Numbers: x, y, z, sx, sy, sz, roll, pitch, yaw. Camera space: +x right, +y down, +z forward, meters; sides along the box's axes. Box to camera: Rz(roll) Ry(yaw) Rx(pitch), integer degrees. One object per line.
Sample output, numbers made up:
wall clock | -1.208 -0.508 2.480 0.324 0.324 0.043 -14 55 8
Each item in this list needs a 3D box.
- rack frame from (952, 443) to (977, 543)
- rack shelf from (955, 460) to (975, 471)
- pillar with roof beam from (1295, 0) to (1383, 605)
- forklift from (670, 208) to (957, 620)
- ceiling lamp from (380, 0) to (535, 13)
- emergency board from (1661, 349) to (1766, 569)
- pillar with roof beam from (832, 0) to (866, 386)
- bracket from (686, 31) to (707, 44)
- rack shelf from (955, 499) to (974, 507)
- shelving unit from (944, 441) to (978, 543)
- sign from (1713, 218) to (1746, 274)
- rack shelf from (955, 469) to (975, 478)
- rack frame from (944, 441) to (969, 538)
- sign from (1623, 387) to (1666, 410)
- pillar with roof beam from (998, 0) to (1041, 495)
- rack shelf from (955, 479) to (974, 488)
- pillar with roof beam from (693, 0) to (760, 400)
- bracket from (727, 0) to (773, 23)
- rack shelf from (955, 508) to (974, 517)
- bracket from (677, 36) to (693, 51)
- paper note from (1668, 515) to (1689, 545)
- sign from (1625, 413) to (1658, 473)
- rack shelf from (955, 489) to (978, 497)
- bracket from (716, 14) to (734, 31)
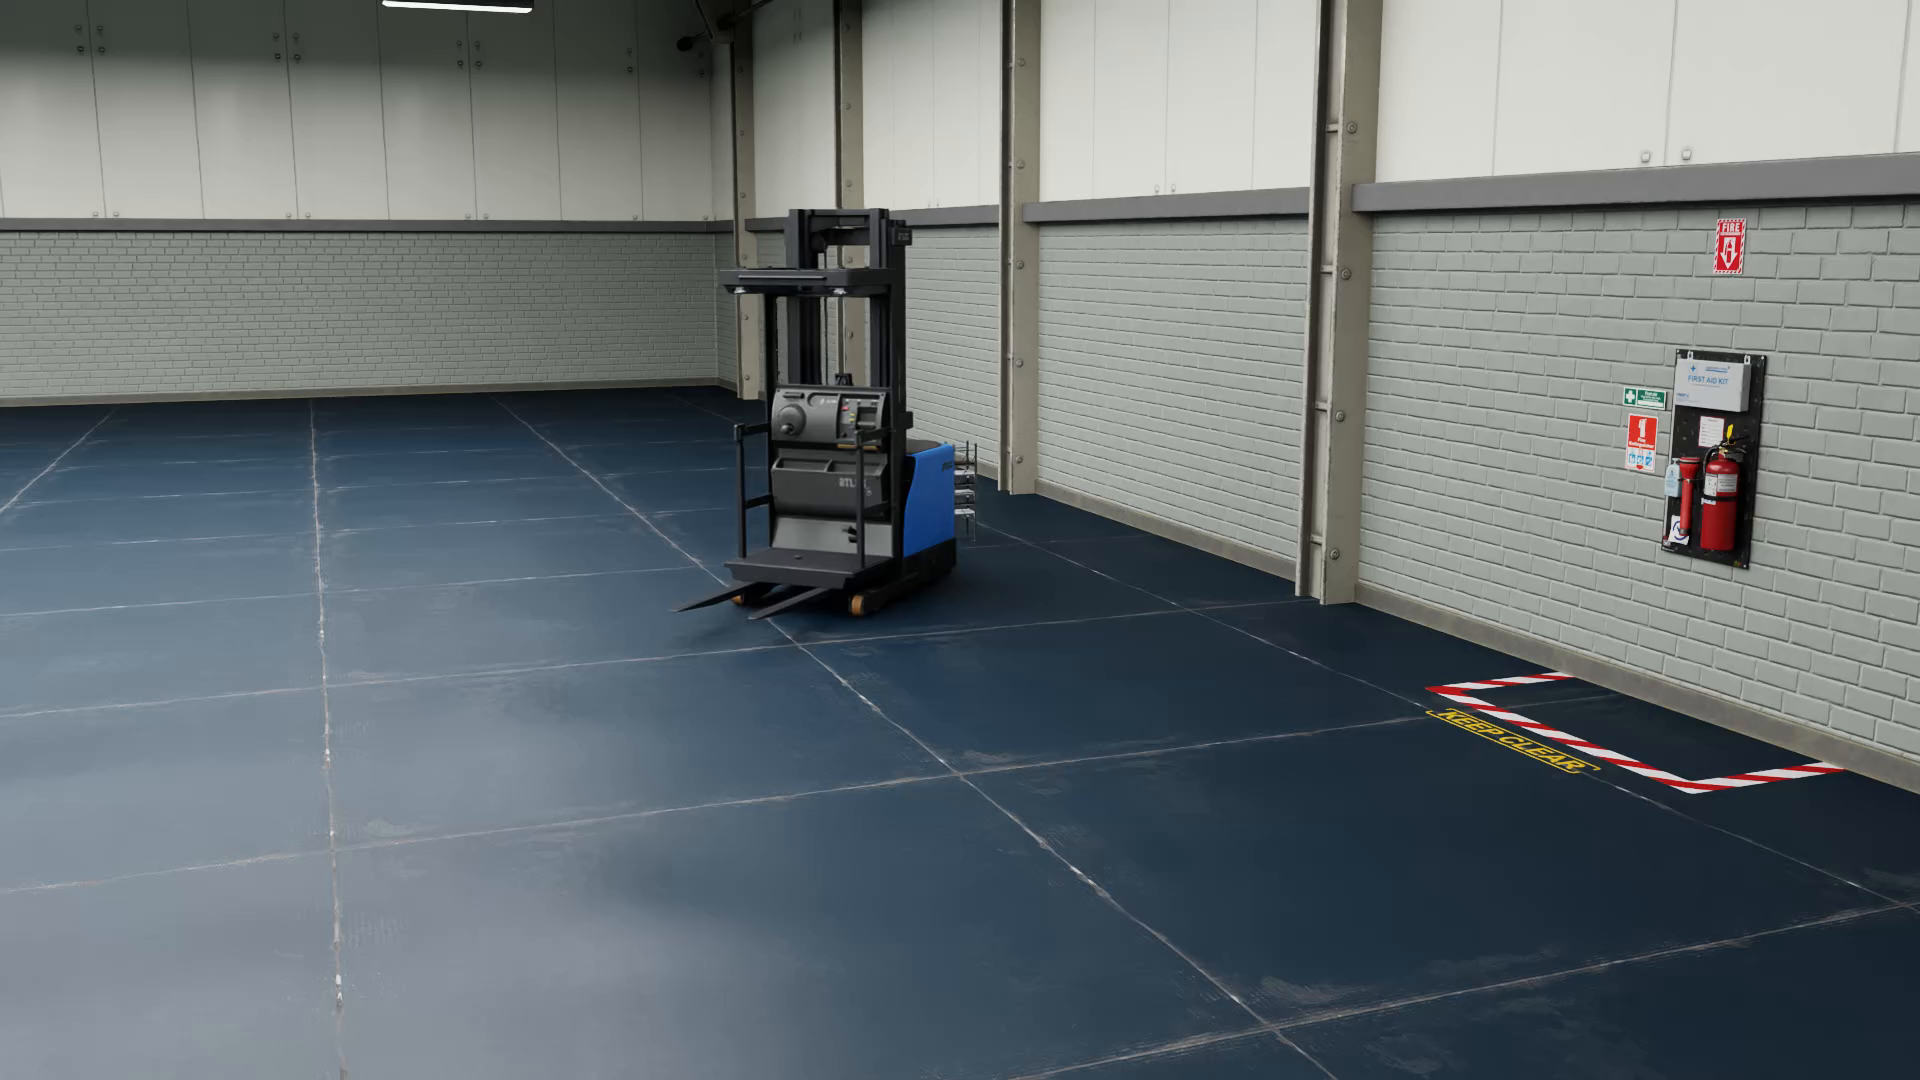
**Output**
rack frame | 0.040 -0.425 15.070 0.240 0.900 0.006 -4 11 -21
rack shelf | 0.003 -0.675 15.122 0.258 0.077 0.200 -4 11 -21
pillar with roof beam | -1.206 -3.712 10.422 9.100 9.000 0.400 -4 11 -21
forklift | -1.071 -0.967 12.316 1.130 2.935 3.031 4 11 23
ceiling lamp | -6.939 -8.852 22.649 2.000 3.185 0.800 -4 11 -21
emergency board | 4.121 -0.458 9.259 0.194 1.169 0.643 -4 11 -21
pillar with roof beam | -5.554 -5.671 21.434 9.100 9.000 0.400 -4 11 -21
bracket | -4.842 -9.031 30.047 0.076 0.066 3.189 -4 11 -21
rack shelf | 0.003 -0.320 15.185 0.258 0.077 0.200 -4 11 -21
shelving unit | 0.003 -0.442 15.164 0.258 0.900 0.210 -4 11 -21
sign | 4.211 -1.607 9.099 0.001 0.298 0.199 -4 11 -21
rack shelf | 0.003 -0.586 15.138 0.258 0.077 0.200 -4 11 -21
rack frame | -0.034 -0.458 15.257 0.240 0.900 0.006 -4 11 -21
sign | 4.010 -0.832 9.747 0.001 0.109 0.331 -4 11 -21
pillar with roof beam | -3.380 -4.691 15.928 9.100 9.000 0.400 -4 11 -21
rack shelf | 0.003 -0.498 15.154 0.258 0.077 0.200 -4 11 -21
pillar with roof beam | -7.729 -6.650 26.940 9.100 9.000 0.548 -4 11 -21
bracket | -2.963 -8.185 25.289 0.076 0.066 4.783 -4 11 -21
rack shelf | 0.003 -0.232 15.201 0.258 0.077 0.200 -4 11 -21
bracket | -5.056 -9.127 30.589 0.235 0.232 0.430 -4 11 -21
paper note | 4.121 -0.058 9.523 0.016 0.148 0.142 -4 11 -21
sign | 4.016 -0.572 9.800 0.001 0.329 0.234 -4 11 -21
rack shelf | 0.003 -0.409 15.170 0.258 0.077 0.200 -4 11 -21
bracket | -3.897 -8.605 27.653 0.235 0.232 0.430 -4 11 -21
